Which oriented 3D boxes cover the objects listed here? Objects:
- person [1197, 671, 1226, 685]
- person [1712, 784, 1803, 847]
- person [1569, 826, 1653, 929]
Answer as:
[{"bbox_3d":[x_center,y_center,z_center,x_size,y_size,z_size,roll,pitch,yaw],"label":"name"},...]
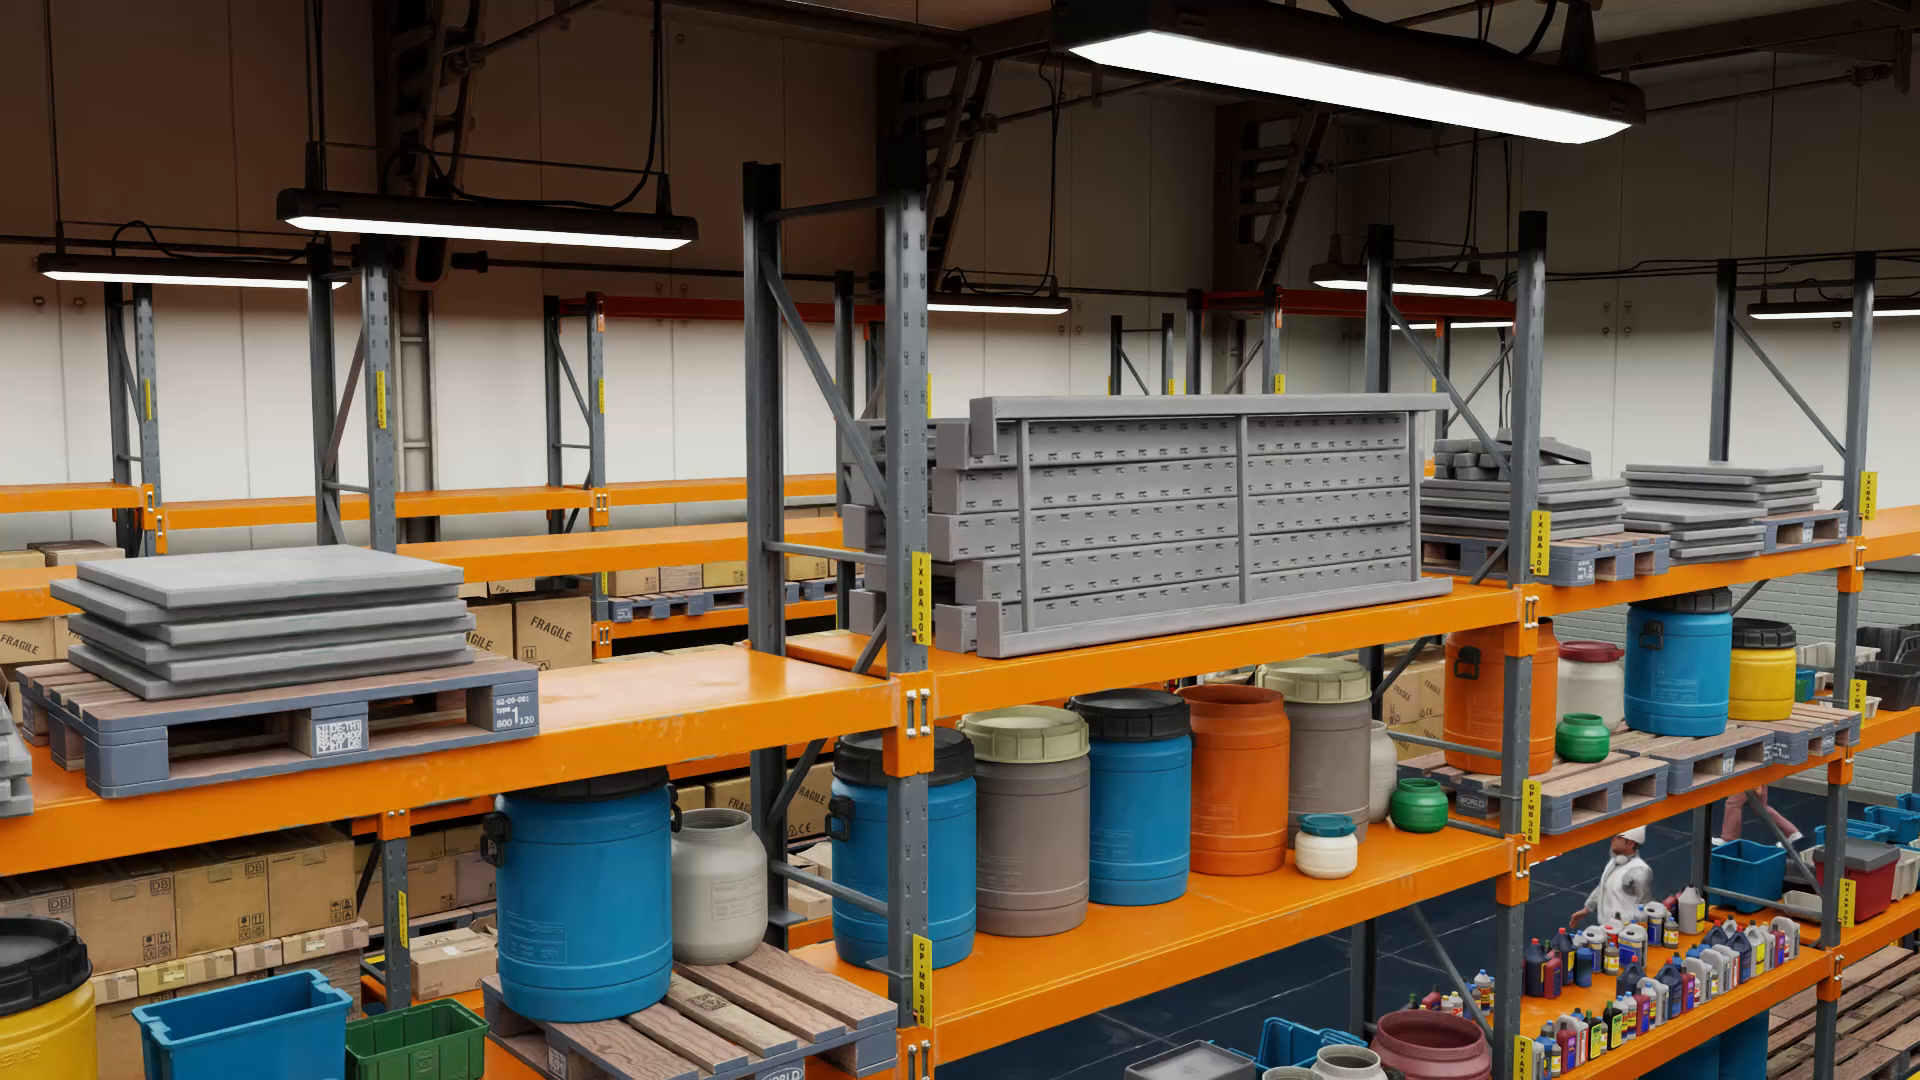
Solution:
[{"bbox_3d":[3.277,2.147,22.392,0.635,1.767,0.843,-3,6,-30],"label":"person"},{"bbox_3d":[8.734,2.593,18.184,0.934,1.637,0.444,4,7,37],"label":"person"},{"bbox_3d":[5.139,3.022,13.057,1.019,1.708,0.623,-1,6,-12],"label":"person"}]
